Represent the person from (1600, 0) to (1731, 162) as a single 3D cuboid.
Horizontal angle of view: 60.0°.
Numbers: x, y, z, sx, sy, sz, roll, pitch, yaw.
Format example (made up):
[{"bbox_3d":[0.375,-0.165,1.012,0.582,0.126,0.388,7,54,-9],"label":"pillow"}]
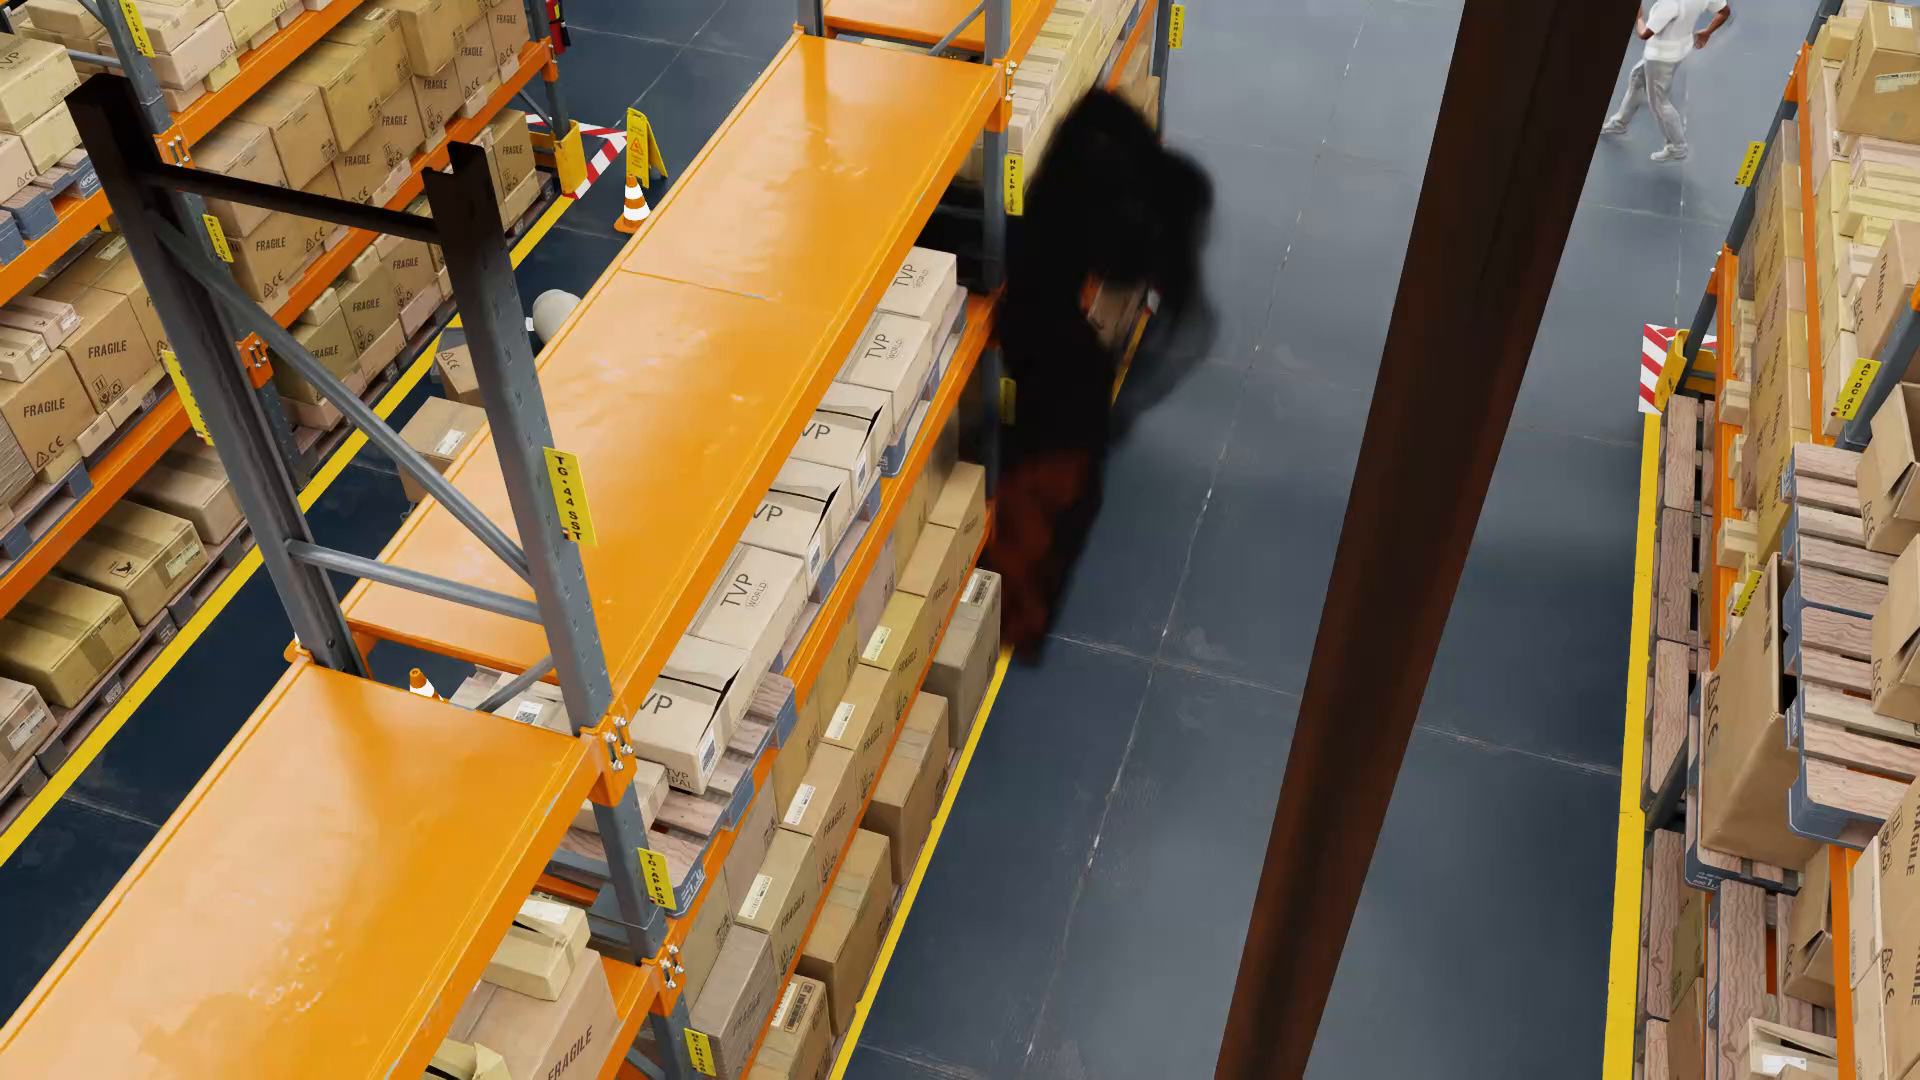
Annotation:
[{"bbox_3d":[5.855,-3.996,13.777,0.683,1.799,0.912,-34,55,-29],"label":"person"}]
